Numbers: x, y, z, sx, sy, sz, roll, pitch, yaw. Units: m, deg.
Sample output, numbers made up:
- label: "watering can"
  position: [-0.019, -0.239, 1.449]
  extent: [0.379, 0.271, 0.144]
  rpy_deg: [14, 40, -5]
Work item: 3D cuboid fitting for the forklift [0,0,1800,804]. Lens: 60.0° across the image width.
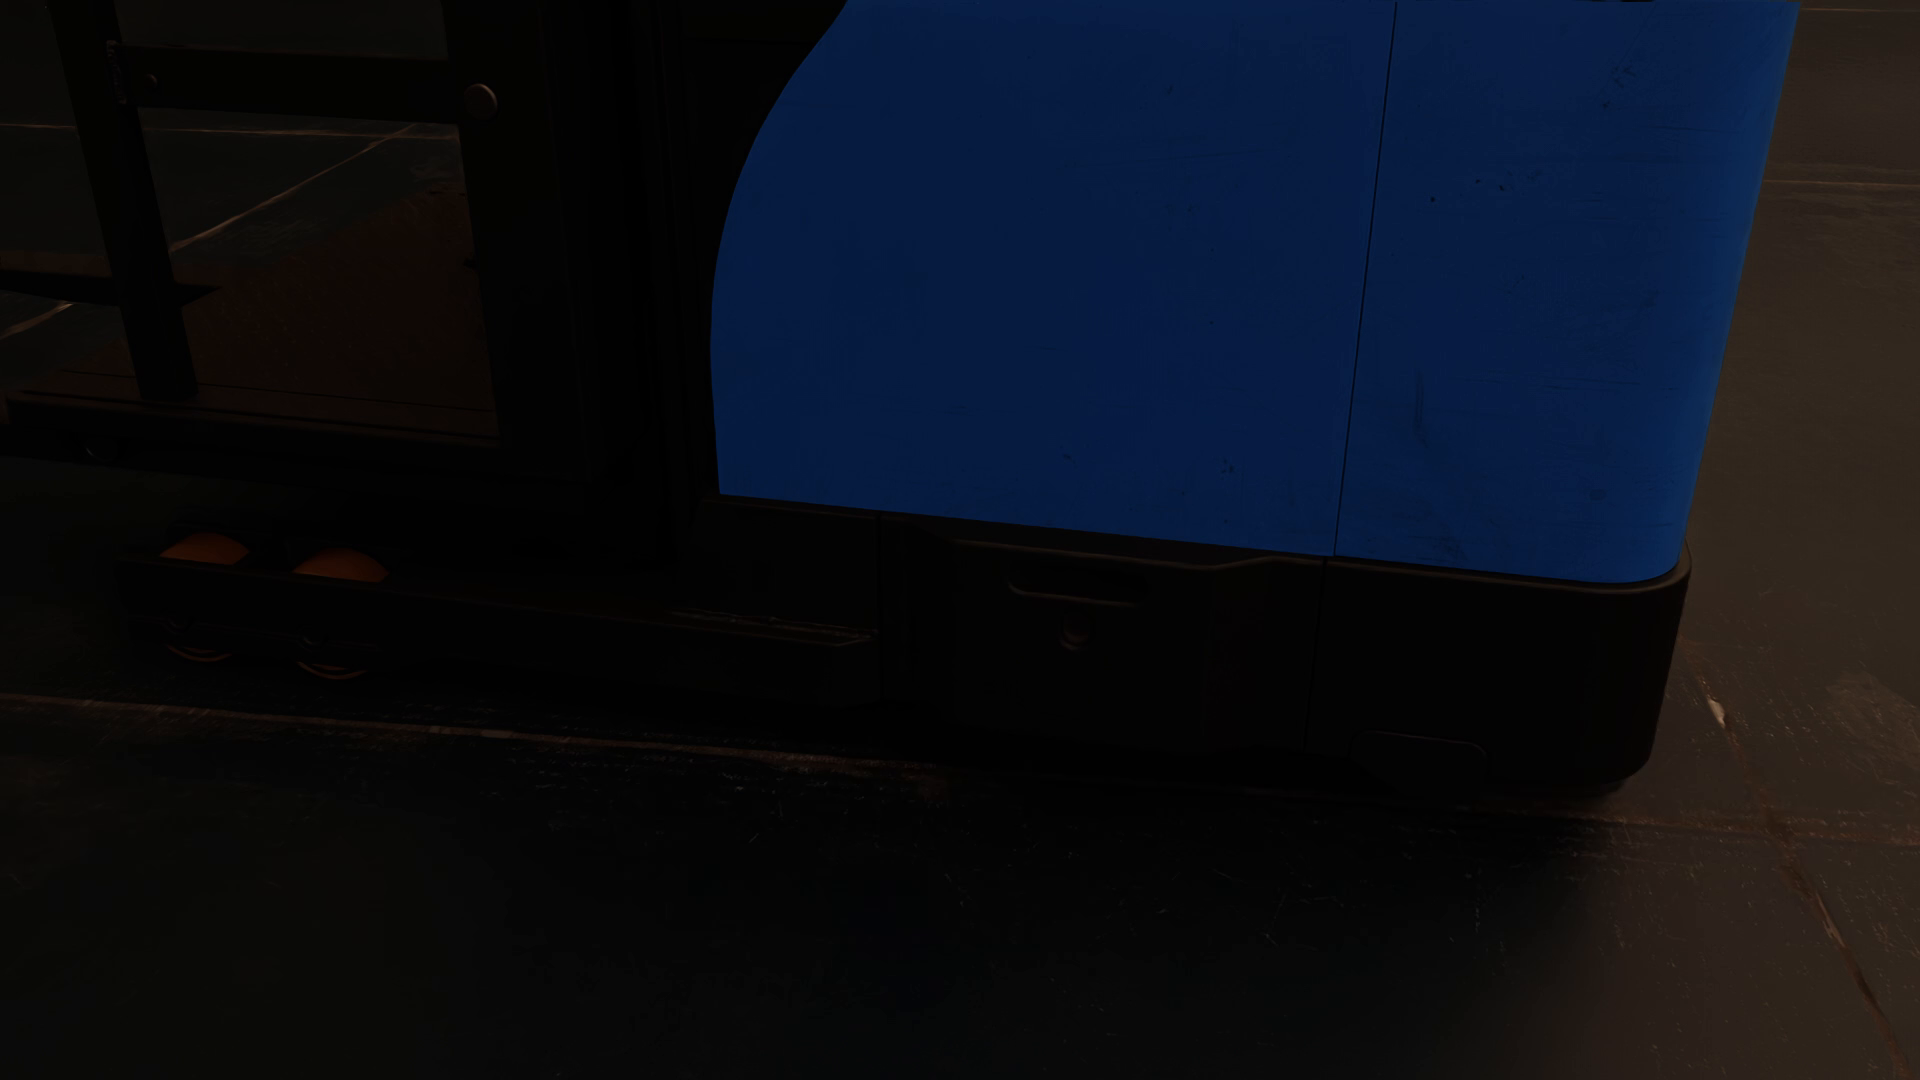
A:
- label: "forklift"
  position: [-0.600, -1.353, 1.930]
  extent: [3.031, 2.935, 1.130]
  rpy_deg: [6, 27, 12]
